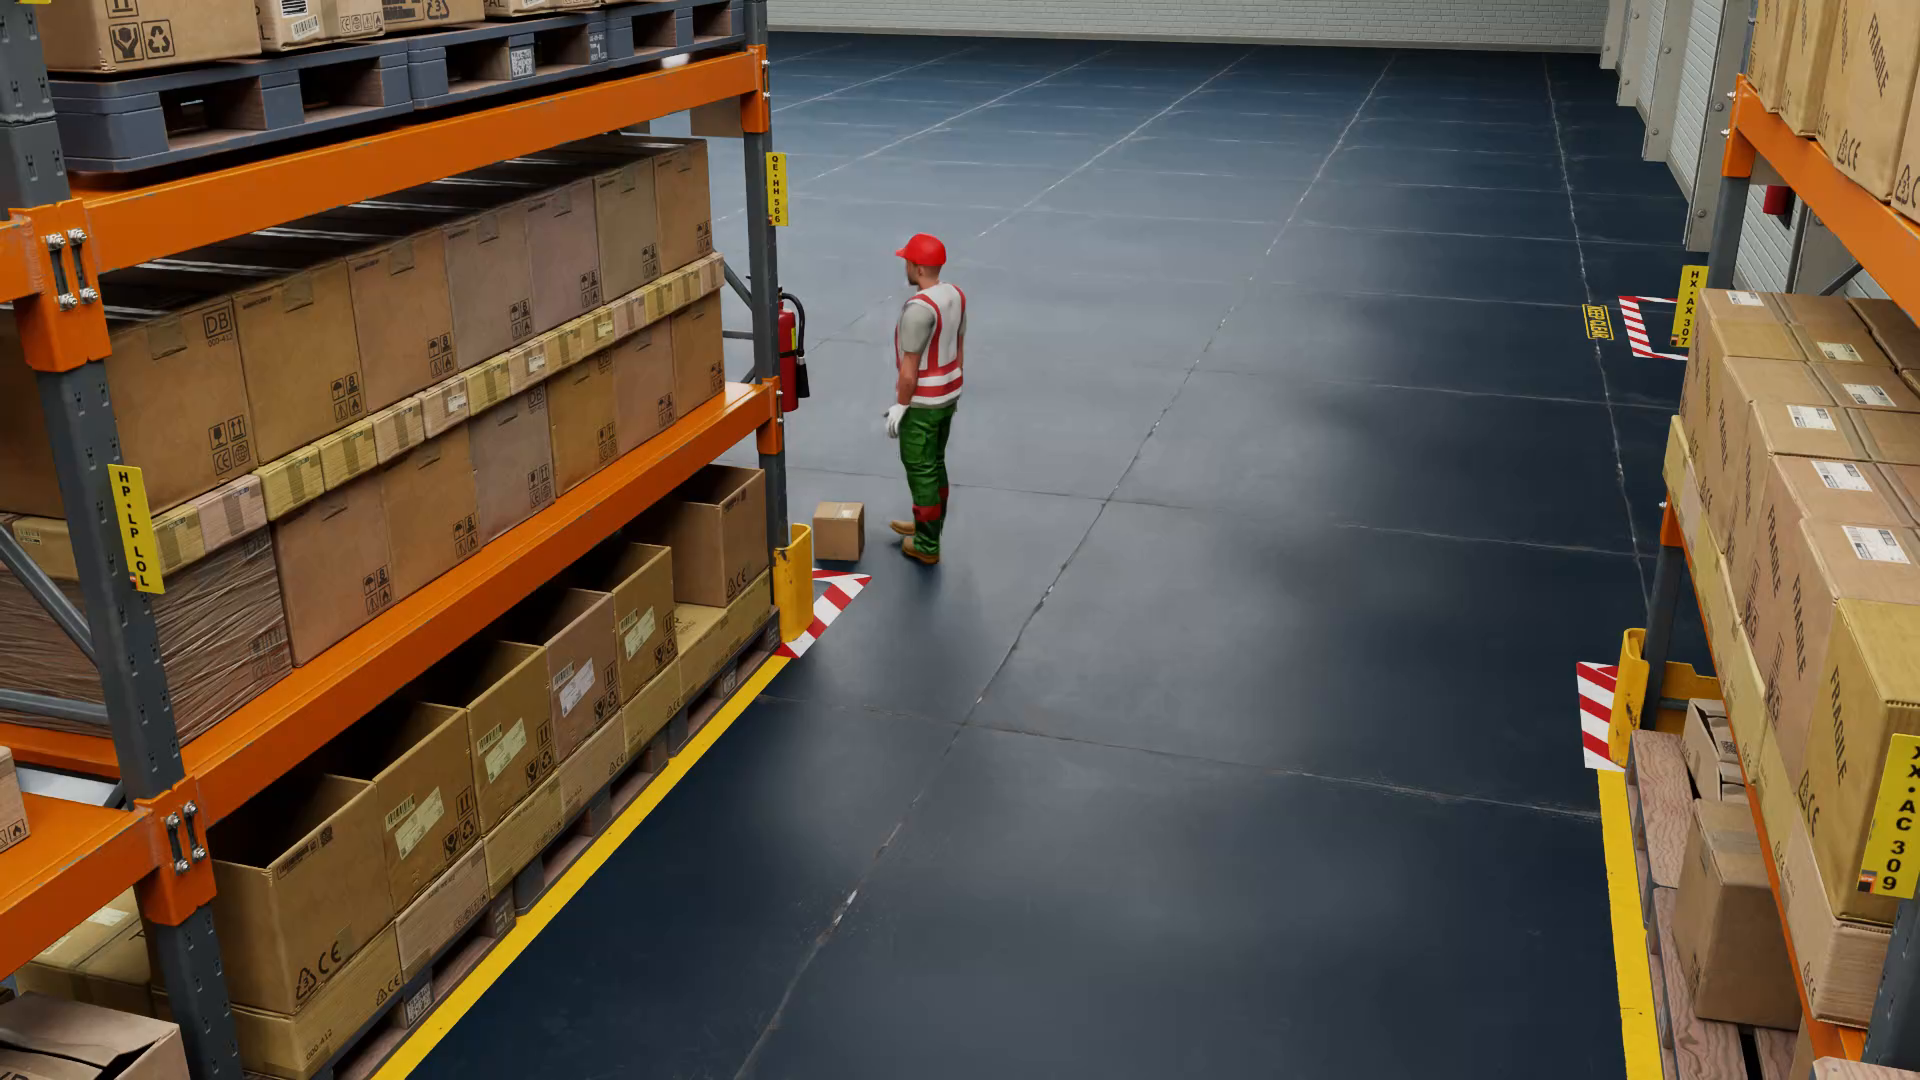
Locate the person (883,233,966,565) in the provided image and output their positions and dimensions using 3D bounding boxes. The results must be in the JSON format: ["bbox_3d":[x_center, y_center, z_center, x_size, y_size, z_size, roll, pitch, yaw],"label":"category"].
[{"bbox_3d":[-0.248,-0.761,8.941,0.489,1.798,0.568,11,24,25],"label":"person"}]
